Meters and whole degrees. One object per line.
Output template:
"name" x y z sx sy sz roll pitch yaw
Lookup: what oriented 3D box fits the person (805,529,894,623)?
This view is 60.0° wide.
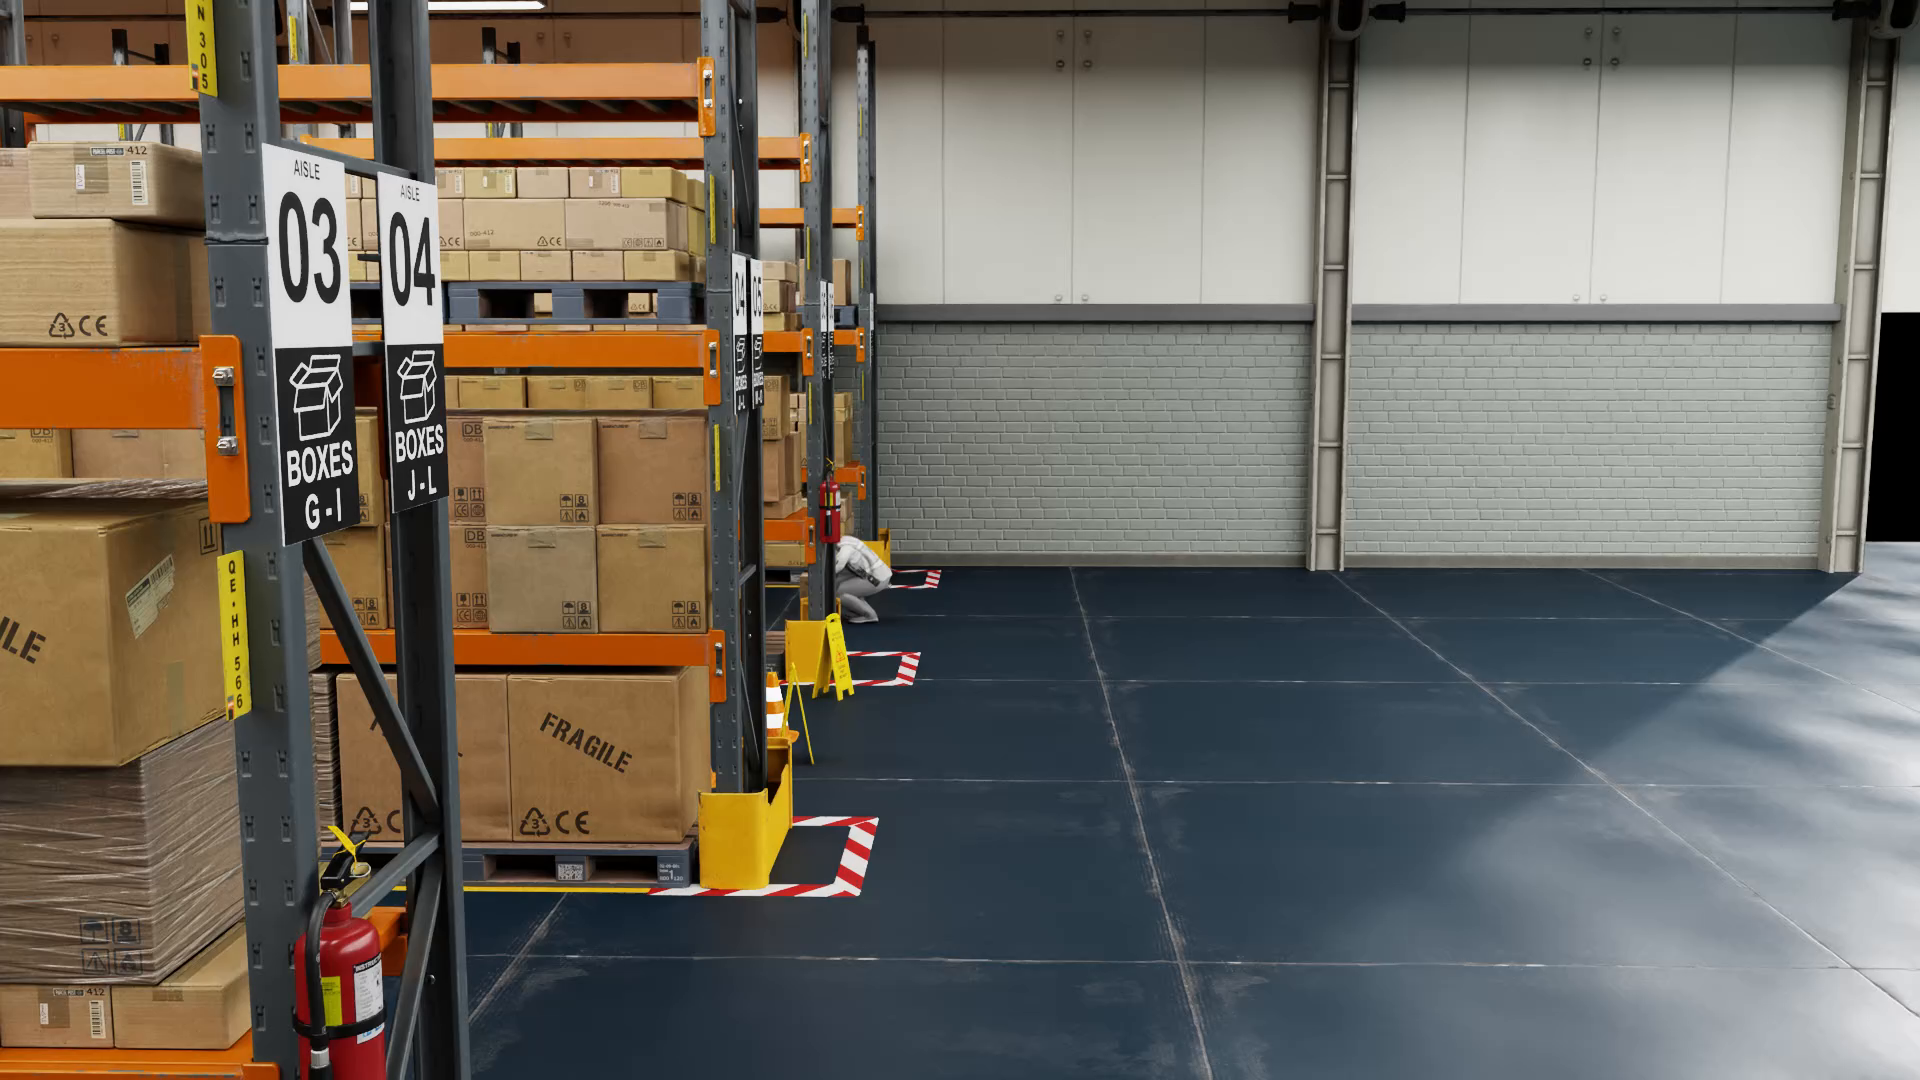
"person" -1.084 0.307 16.116 0.892 0.977 0.457 0 7 0
